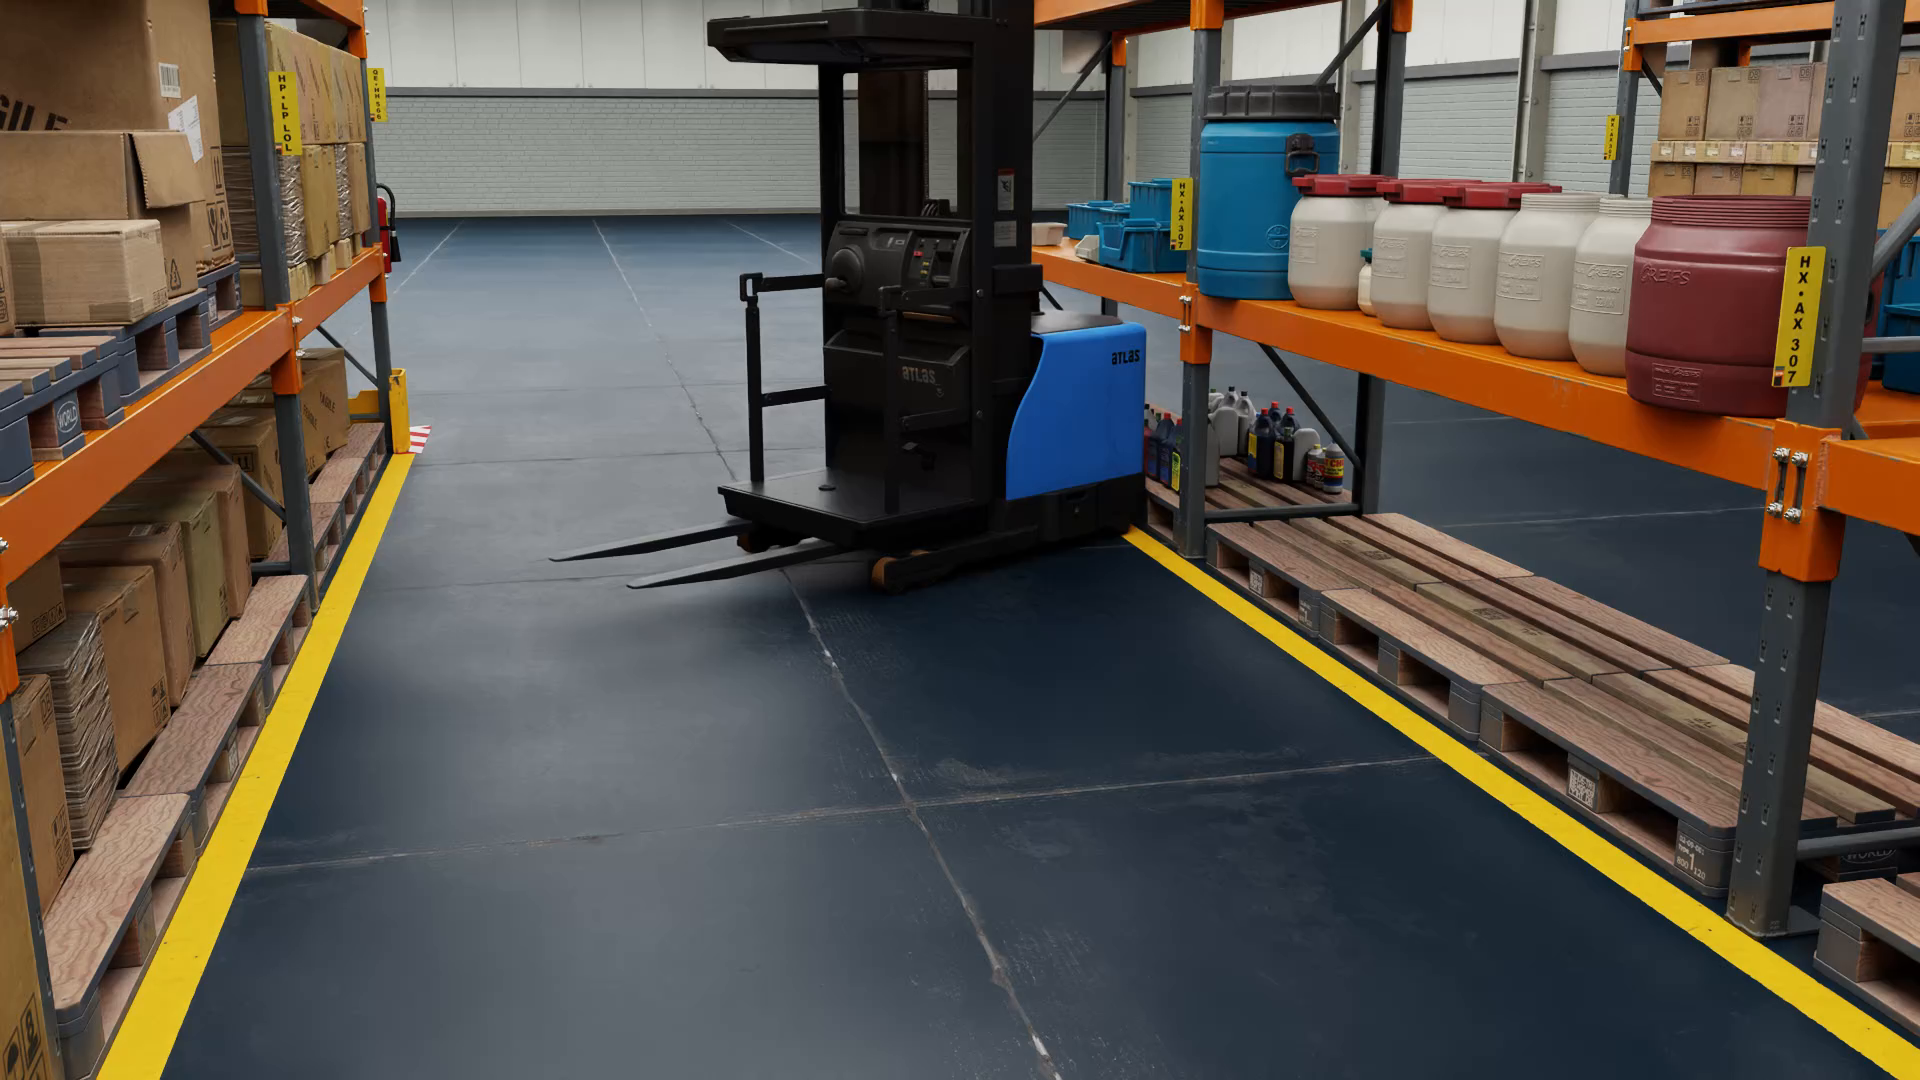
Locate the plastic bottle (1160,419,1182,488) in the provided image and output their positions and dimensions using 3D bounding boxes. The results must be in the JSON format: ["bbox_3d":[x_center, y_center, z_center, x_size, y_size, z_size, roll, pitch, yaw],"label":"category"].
[{"bbox_3d":[1.130,-0.458,8.635,0.144,0.351,0.185,-4,14,-15],"label":"plastic bottle"}]

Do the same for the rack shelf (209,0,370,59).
[{"bbox_3d":[-3.722,-2.691,8.318,1.077,0.370,4.000,-3,14,-13],"label":"rack shelf"}]

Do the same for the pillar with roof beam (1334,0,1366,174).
[{"bbox_3d":[2.845,-9.587,28.706,9.100,9.000,0.400,-3,14,-13],"label":"pillar with roof beam"}]

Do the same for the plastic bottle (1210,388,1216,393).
[{"bbox_3d":[1.525,-0.790,10.137,0.061,0.283,0.133,-3,14,-12],"label":"plastic bottle"}]

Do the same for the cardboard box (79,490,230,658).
[{"bbox_3d":[-3.036,0.132,5.905,0.700,0.500,0.500,-3,14,-14],"label":"cardboard box"}]

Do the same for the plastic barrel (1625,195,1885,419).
[{"bbox_3d":[2.098,-0.632,4.406,0.600,0.536,0.708,-3,14,-13],"label":"plastic barrel"}]

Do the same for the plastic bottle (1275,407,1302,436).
[{"bbox_3d":[1.775,-0.535,8.949,0.144,0.351,0.185,-3,14,-12],"label":"plastic bottle"}]

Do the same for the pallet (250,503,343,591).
[{"bbox_3d":[-3.445,0.079,7.657,1.003,0.211,1.213,-3,14,-13],"label":"pallet"}]

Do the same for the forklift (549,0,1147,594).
[{"bbox_3d":[-0.453,-1.321,7.658,3.031,2.935,1.130,-13,19,-42],"label":"forklift"}]

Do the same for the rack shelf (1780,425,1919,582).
[{"bbox_3d":[2.971,0.335,2.250,1.077,0.370,4.000,-3,14,-13],"label":"rack shelf"}]

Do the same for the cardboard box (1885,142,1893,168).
[{"bbox_3d":[5.808,-2.381,10.275,0.380,0.149,0.250,-3,14,-12],"label":"cardboard box"}]

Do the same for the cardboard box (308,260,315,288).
[{"bbox_3d":[-3.210,-1.238,7.704,0.380,0.149,0.250,-3,14,-13],"label":"cardboard box"}]

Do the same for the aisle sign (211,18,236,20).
[{"bbox_3d":[-4.498,-3.305,10.159,0.394,0.787,0.004,-3,14,-13],"label":"aisle sign"}]

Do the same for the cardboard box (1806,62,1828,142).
[{"bbox_3d":[5.913,-2.802,10.630,0.700,0.500,0.500,-3,14,-13],"label":"cardboard box"}]

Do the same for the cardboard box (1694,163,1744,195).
[{"bbox_3d":[5.663,-2.416,11.783,0.700,0.500,0.500,-3,14,-12],"label":"cardboard box"}]

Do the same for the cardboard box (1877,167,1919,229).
[{"bbox_3d":[6.023,-2.061,10.334,0.700,0.500,0.500,-3,14,-12],"label":"cardboard box"}]

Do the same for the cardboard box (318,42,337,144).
[{"bbox_3d":[-3.475,-2.264,8.431,0.500,0.500,0.500,-3,14,-13],"label":"cardboard box"}]

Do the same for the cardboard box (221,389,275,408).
[{"bbox_3d":[-3.672,-0.477,8.441,0.500,0.500,0.500,-5,14,-18],"label":"cardboard box"}]

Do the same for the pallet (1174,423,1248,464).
[{"bbox_3d":[1.154,-0.483,9.959,1.003,0.211,1.213,-3,14,-13],"label":"pallet"}]

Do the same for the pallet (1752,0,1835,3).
[{"bbox_3d":[5.869,-3.564,10.561,1.003,0.211,1.213,-3,14,-13],"label":"pallet"}]

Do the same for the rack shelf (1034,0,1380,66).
[{"bbox_3d":[1.092,-2.967,9.448,1.077,0.370,4.000,-3,14,-13],"label":"rack shelf"}]

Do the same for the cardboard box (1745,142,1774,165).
[{"bbox_3d":[5.565,-2.619,11.251,0.380,0.149,0.250,-4,14,-15],"label":"cardboard box"}]

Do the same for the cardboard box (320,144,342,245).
[{"bbox_3d":[-3.674,-1.767,8.503,0.875,0.500,0.500,-3,14,-13],"label":"cardboard box"}]

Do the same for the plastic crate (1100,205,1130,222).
[{"bbox_3d":[1.178,-2.000,10.606,0.499,0.251,0.408,-3,14,-13],"label":"plastic crate"}]

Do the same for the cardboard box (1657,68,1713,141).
[{"bbox_3d":[5.548,-3.154,12.074,0.700,0.500,0.500,-3,14,-13],"label":"cardboard box"}]

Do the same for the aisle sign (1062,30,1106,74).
[{"bbox_3d":[0.894,-3.617,11.434,0.394,0.787,0.004,-3,14,-13],"label":"aisle sign"}]

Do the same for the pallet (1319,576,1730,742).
[{"bbox_3d":[2.074,0.417,6.274,1.003,0.211,1.213,-3,14,-13],"label":"pallet"}]

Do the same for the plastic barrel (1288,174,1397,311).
[{"bbox_3d":[1.573,-1.231,6.861,0.433,0.535,0.433,0,14,0],"label":"plastic barrel"}]

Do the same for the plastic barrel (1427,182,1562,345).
[{"bbox_3d":[1.847,-0.962,5.759,0.433,0.535,0.433,0,14,0],"label":"plastic barrel"}]

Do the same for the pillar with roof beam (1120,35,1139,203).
[{"bbox_3d":[0.027,-12.355,40.037,9.100,9.000,0.400,-3,14,-13],"label":"pillar with roof beam"}]

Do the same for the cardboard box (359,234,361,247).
[{"bbox_3d":[-3.925,-1.869,10.285,0.380,0.149,0.250,-3,14,-13],"label":"cardboard box"}]

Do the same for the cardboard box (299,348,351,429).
[{"bbox_3d":[-4.062,-0.890,10.131,0.500,0.500,0.500,-1,14,-3],"label":"cardboard box"}]

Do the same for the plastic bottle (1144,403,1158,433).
[{"bbox_3d":[1.009,-0.576,9.121,0.144,0.351,0.185,-3,14,-14],"label":"plastic bottle"}]

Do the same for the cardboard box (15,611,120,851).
[{"bbox_3d":[-2.633,0.520,4.317,0.700,0.500,0.500,-5,14,-18],"label":"cardboard box"}]

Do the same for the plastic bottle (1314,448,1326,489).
[{"bbox_3d":[1.889,-0.374,8.607,0.097,0.201,0.097,0,14,0],"label":"plastic bottle"}]

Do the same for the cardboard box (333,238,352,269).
[{"bbox_3d":[-3.470,-1.529,8.893,0.380,0.149,0.250,-3,14,-13],"label":"cardboard box"}]

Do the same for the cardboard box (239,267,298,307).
[{"bbox_3d":[-3.011,-1.067,7.002,0.380,0.149,0.250,-3,14,-13],"label":"cardboard box"}]

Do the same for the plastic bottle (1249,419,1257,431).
[{"bbox_3d":[1.624,-0.523,9.068,0.097,0.271,0.097,0,14,0],"label":"plastic bottle"}]

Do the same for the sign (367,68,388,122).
[{"bbox_3d":[-3.648,-2.787,10.410,0.100,0.325,0.005,-3,14,-13],"label":"sign"}]

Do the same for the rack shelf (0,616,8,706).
[{"bbox_3d":[-1.844,0.611,1.120,1.077,0.370,4.000,-3,14,-13],"label":"rack shelf"}]

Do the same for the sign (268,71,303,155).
[{"bbox_3d":[-2.714,-1.716,6.693,0.100,0.325,0.005,-3,14,-13],"label":"sign"}]

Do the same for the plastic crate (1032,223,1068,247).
[{"bbox_3d":[0.520,-1.969,10.720,0.298,0.136,0.250,-3,14,-13],"label":"plastic crate"}]

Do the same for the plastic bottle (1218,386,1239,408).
[{"bbox_3d":[1.588,-0.719,9.705,0.144,0.351,0.185,-3,14,-11],"label":"plastic bottle"}]

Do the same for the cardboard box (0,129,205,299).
[{"bbox_3d":[-2.756,-0.982,5.022,0.797,0.503,0.637,-2,14,-7],"label":"cardboard box"}]

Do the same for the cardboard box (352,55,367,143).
[{"bbox_3d":[-3.823,-2.611,9.848,0.500,0.500,0.500,-3,14,-13],"label":"cardboard box"}]

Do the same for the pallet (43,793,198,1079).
[{"bbox_3d":[-2.495,0.975,3.992,1.003,0.211,1.213,-3,14,-13],"label":"pallet"}]

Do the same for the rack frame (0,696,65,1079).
[{"bbox_3d":[-2.317,-0.199,2.922,0.949,2.616,0.053,-3,14,-13],"label":"rack frame"}]

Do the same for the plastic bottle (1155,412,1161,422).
[{"bbox_3d":[1.103,-0.555,9.177,0.061,0.283,0.133,-3,14,-13],"label":"plastic bottle"}]

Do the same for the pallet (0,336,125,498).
[{"bbox_3d":[-2.584,-0.265,3.595,1.213,0.211,1.003,-3,14,-13],"label":"pallet"}]

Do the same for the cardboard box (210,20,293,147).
[{"bbox_3d":[-3.111,-1.919,7.017,0.500,0.500,0.500,-3,14,-13],"label":"cardboard box"}]

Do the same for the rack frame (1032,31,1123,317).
[{"bbox_3d":[0.622,-2.321,11.607,1.000,3.000,0.127,-3,14,-13],"label":"rack frame"}]

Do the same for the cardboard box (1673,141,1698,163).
[{"bbox_3d":[5.385,-2.797,11.977,0.380,0.149,0.250,-4,14,-15],"label":"cardboard box"}]
